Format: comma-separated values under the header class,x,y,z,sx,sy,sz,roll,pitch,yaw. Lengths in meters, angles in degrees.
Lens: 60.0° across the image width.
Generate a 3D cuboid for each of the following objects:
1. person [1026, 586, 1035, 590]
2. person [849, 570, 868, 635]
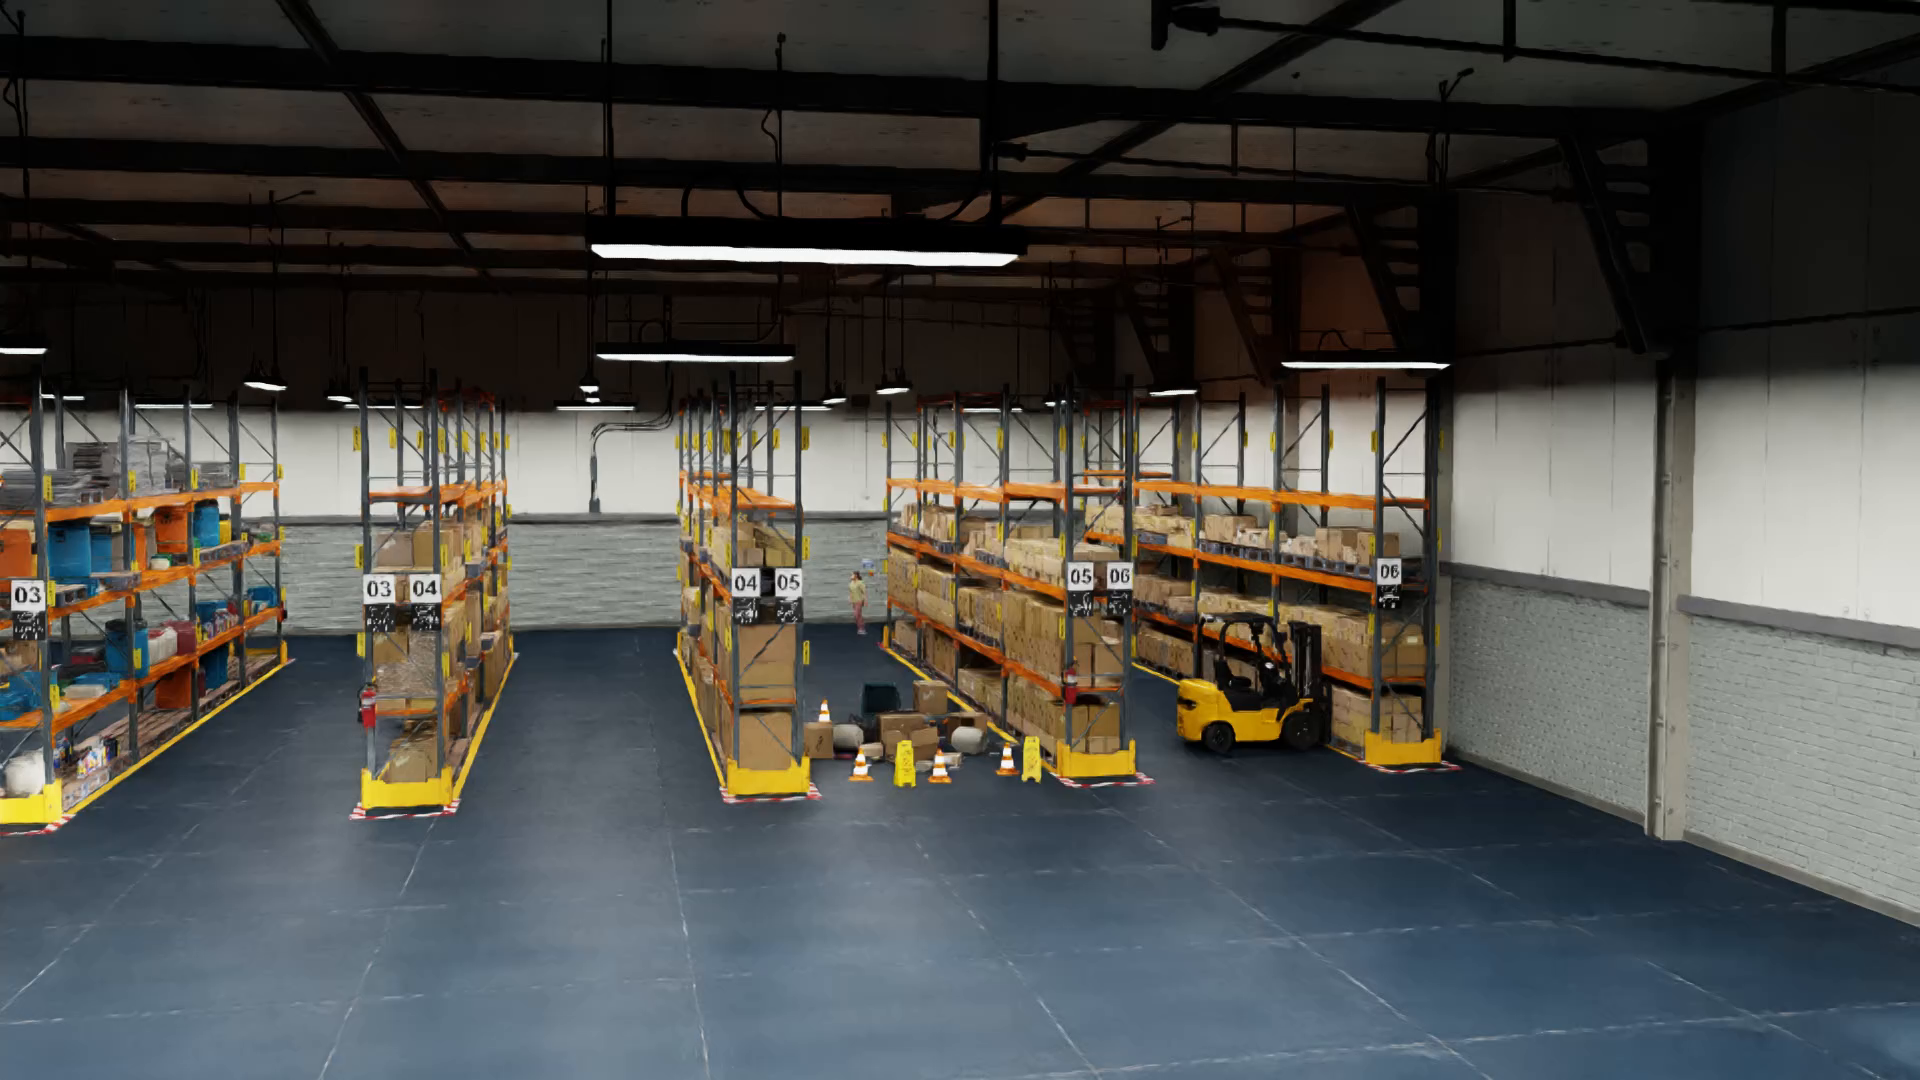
class,x,y,z,sx,sy,sz,roll,pitch,yaw
person,1.825,1.513,43.863,0.566,1.784,0.620,3,5,43
person,-2.622,1.601,42.996,0.576,1.655,0.491,3,5,42
